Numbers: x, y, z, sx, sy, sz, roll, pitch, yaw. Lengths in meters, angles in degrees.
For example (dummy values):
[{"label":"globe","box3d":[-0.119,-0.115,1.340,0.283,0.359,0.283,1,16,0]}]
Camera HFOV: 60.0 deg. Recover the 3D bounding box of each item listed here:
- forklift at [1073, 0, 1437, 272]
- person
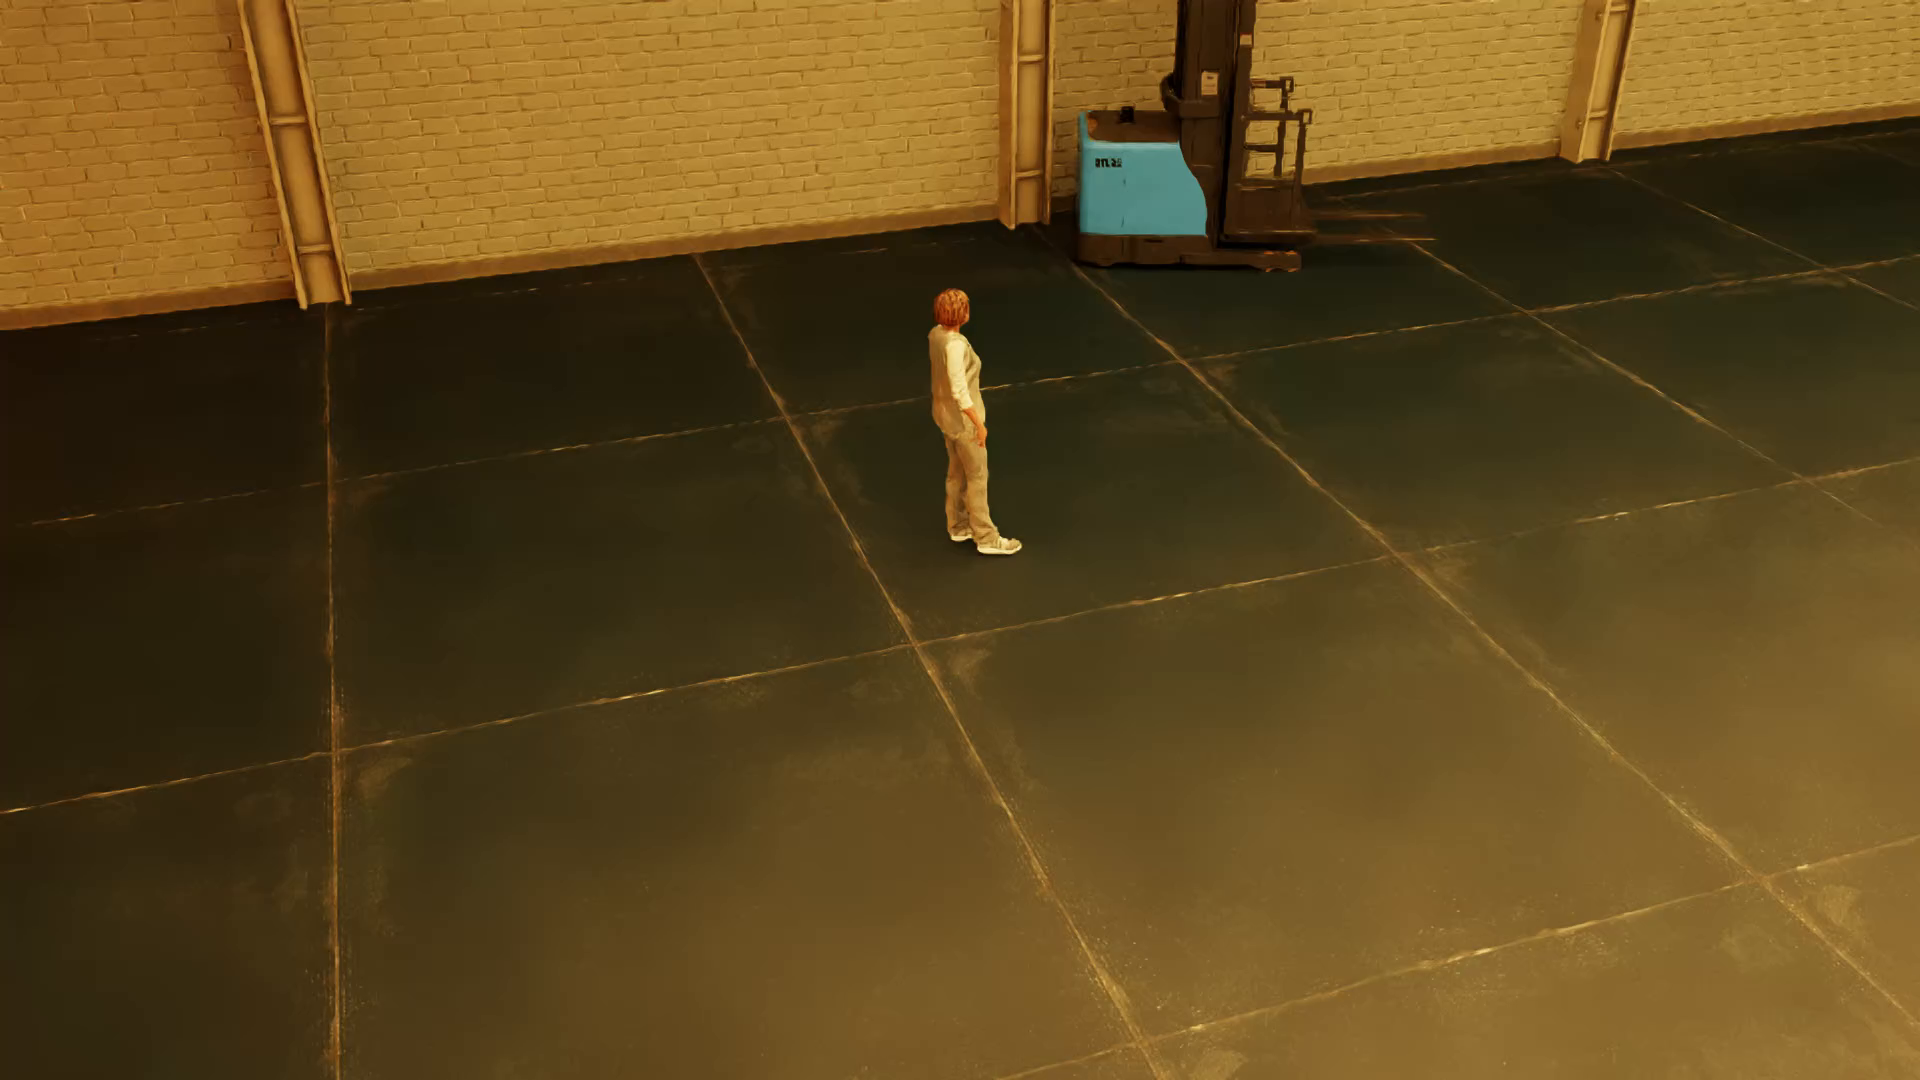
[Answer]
[{"label":"forklift","box3d":[2.504,-3.787,13.668,3.031,2.935,1.130,1,30,1]},{"label":"person","box3d":[0.075,-0.701,9.635,0.474,1.591,0.521,-10,31,-16]}]
